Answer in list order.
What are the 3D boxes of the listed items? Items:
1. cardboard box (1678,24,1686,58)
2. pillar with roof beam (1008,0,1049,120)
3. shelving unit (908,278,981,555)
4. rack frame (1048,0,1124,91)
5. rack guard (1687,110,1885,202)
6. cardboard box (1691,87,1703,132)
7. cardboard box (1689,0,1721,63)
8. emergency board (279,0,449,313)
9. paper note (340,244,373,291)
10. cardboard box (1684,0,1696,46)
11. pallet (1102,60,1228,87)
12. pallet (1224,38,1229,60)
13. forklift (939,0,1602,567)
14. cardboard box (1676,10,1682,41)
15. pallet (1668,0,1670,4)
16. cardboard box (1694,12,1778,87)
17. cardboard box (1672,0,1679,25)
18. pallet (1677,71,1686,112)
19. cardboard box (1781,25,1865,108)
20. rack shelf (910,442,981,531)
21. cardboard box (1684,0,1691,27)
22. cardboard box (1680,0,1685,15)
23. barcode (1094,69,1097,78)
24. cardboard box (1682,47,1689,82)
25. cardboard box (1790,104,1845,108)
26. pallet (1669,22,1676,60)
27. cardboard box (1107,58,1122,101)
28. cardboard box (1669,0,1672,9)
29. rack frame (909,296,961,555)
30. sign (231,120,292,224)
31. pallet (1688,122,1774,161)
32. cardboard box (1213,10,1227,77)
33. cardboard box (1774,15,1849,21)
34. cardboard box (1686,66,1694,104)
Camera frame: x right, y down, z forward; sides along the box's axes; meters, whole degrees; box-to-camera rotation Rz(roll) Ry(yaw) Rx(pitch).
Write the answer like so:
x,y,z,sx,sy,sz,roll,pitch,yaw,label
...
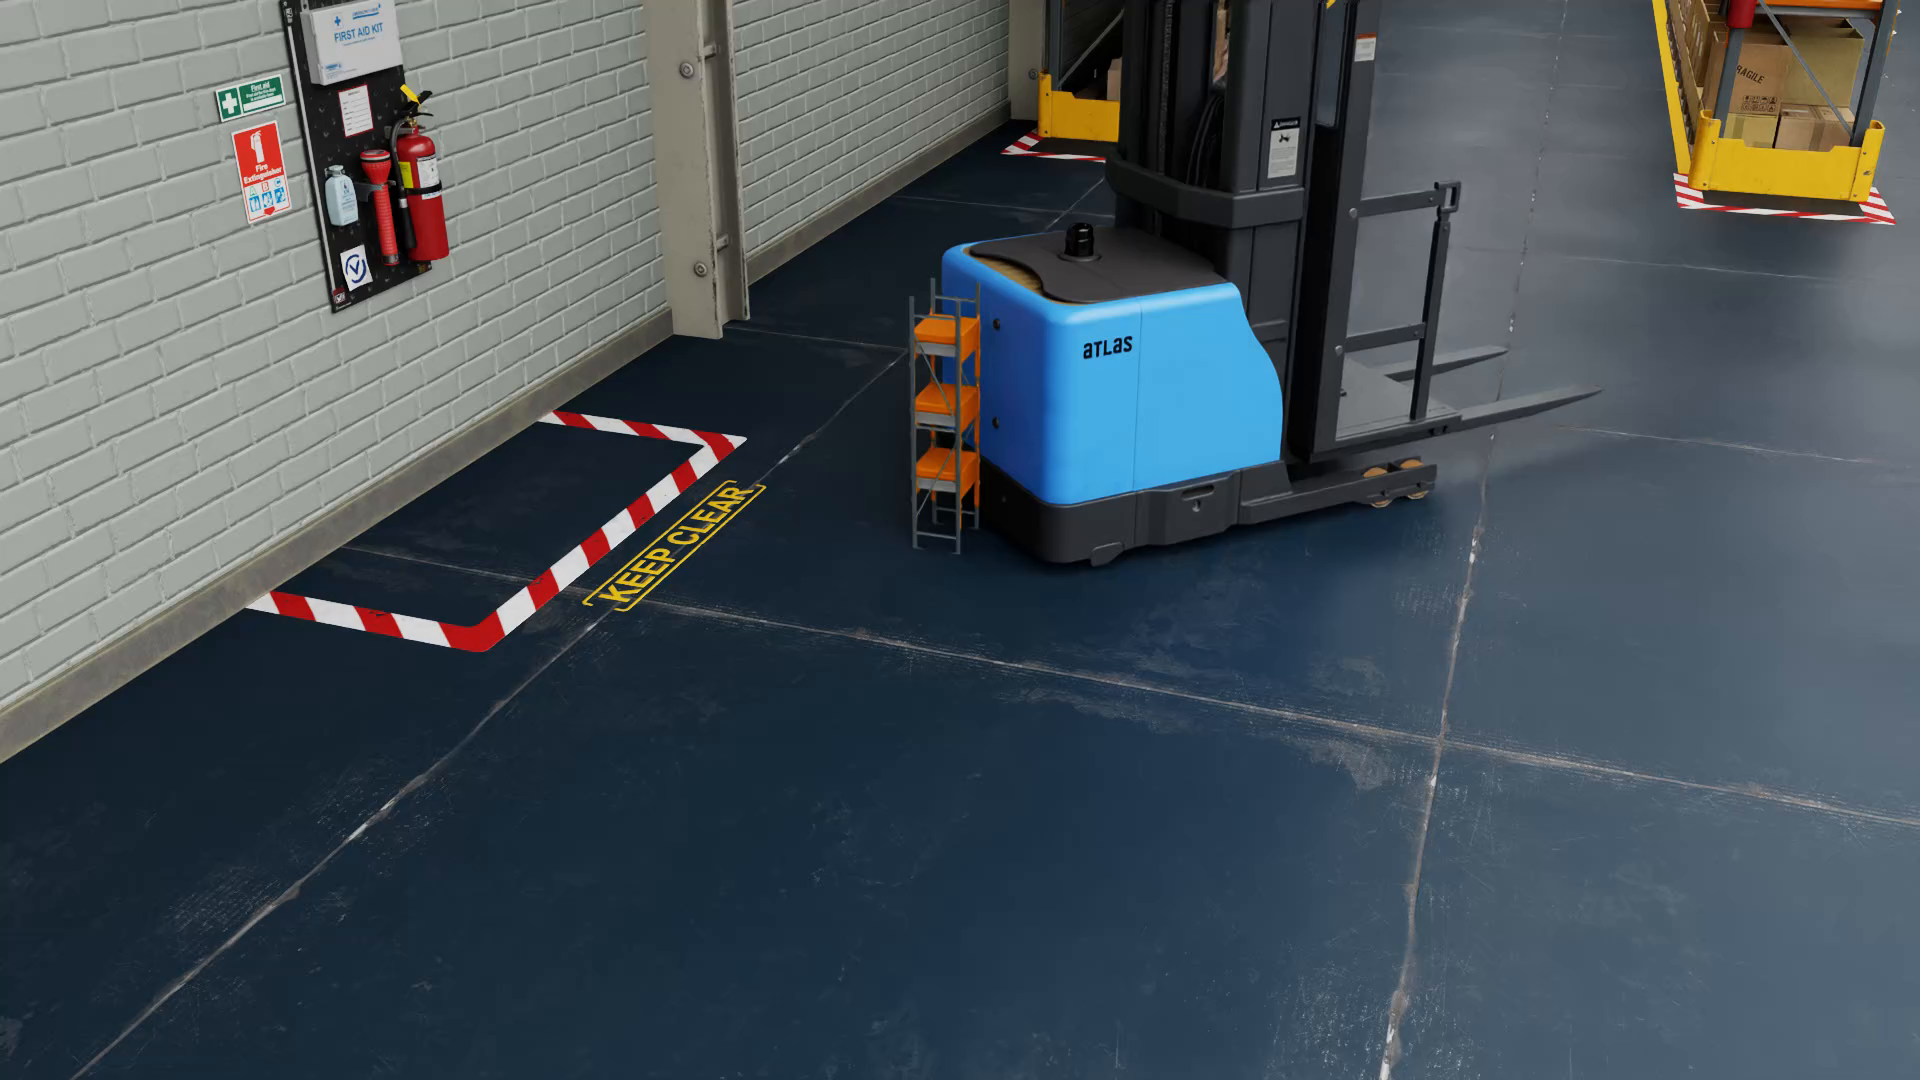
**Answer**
x,y,z,sx,sy,sz,roll,pitch,yaw,label
7.062,-4.682,15.652,0.500,0.250,0.500,8,27,17,cardboard box
4.671,-7.080,11.047,9.100,9.000,0.400,9,27,17,pillar with roof beam
-0.056,-0.477,6.530,0.215,1.050,0.252,8,27,16,shelving unit
1.194,-4.591,12.791,1.000,3.000,0.127,9,27,17,rack frame
5.858,-2.740,11.835,1.175,0.500,0.348,9,27,17,rack guard
5.921,-3.296,12.790,0.500,0.250,0.500,9,27,17,cardboard box
6.415,-4.251,13.901,0.500,0.500,0.500,9,27,17,cardboard box
-2.244,-1.529,6.466,0.194,1.169,0.643,9,27,17,emergency board
-2.368,-1.070,6.528,0.016,0.148,0.142,9,27,17,paper note
6.748,-4.662,14.750,0.500,0.500,0.500,9,27,17,cardboard box
1.930,-4.196,15.174,1.003,0.211,1.213,9,27,17,pallet
2.335,-4.699,16.213,1.003,0.211,1.213,9,27,17,pallet
1.464,-1.648,6.790,3.031,2.935,1.130,-12,28,-24,forklift
7.402,-5.100,16.515,0.500,0.250,0.500,9,27,19,cardboard box
9.220,-6.708,20.362,1.003,0.211,1.213,9,27,17,pallet
6.083,-3.840,13.052,0.500,0.500,0.500,9,27,17,cardboard box
7.744,-5.520,17.382,0.500,0.250,0.500,8,27,16,cardboard box
6.893,-3.943,14.651,1.003,0.211,1.213,9,27,17,pallet
6.419,-3.557,12.468,0.500,0.500,0.500,9,27,17,cardboard box
-0.056,-0.217,6.656,0.215,0.259,0.240,8,27,16,rack shelf
7.062,-4.930,15.520,0.500,0.311,0.500,9,27,17,cardboard box
7.397,-5.350,16.387,0.500,0.311,0.500,9,27,17,cardboard box
1.138,-3.920,13.974,0.001,0.075,0.075,9,27,17,barcode
6.586,-4.118,14.487,0.500,0.250,0.500,9,27,17,cardboard box
6.418,-3.220,12.632,0.500,0.250,0.500,9,27,17,cardboard box
7.810,-5.075,16.989,1.003,0.211,1.213,9,27,17,pallet
1.509,-3.851,13.841,0.500,0.311,0.500,6,26,12,cardboard box
8.077,-5.941,18.252,0.500,0.250,0.500,9,27,17,cardboard box
-0.094,-0.426,6.426,0.200,1.050,0.008,8,27,16,rack frame
-2.525,-1.333,6.019,0.001,0.329,0.234,9,27,17,sign
6.081,-2.940,12.580,1.003,0.211,1.213,9,27,17,pallet
1.990,-4.464,14.892,0.700,0.500,0.500,7,27,14,cardboard box
6.756,-3.968,13.316,0.500,0.500,0.500,9,27,17,cardboard box
6.254,-3.707,13.638,0.500,0.250,0.500,9,27,17,cardboard box
